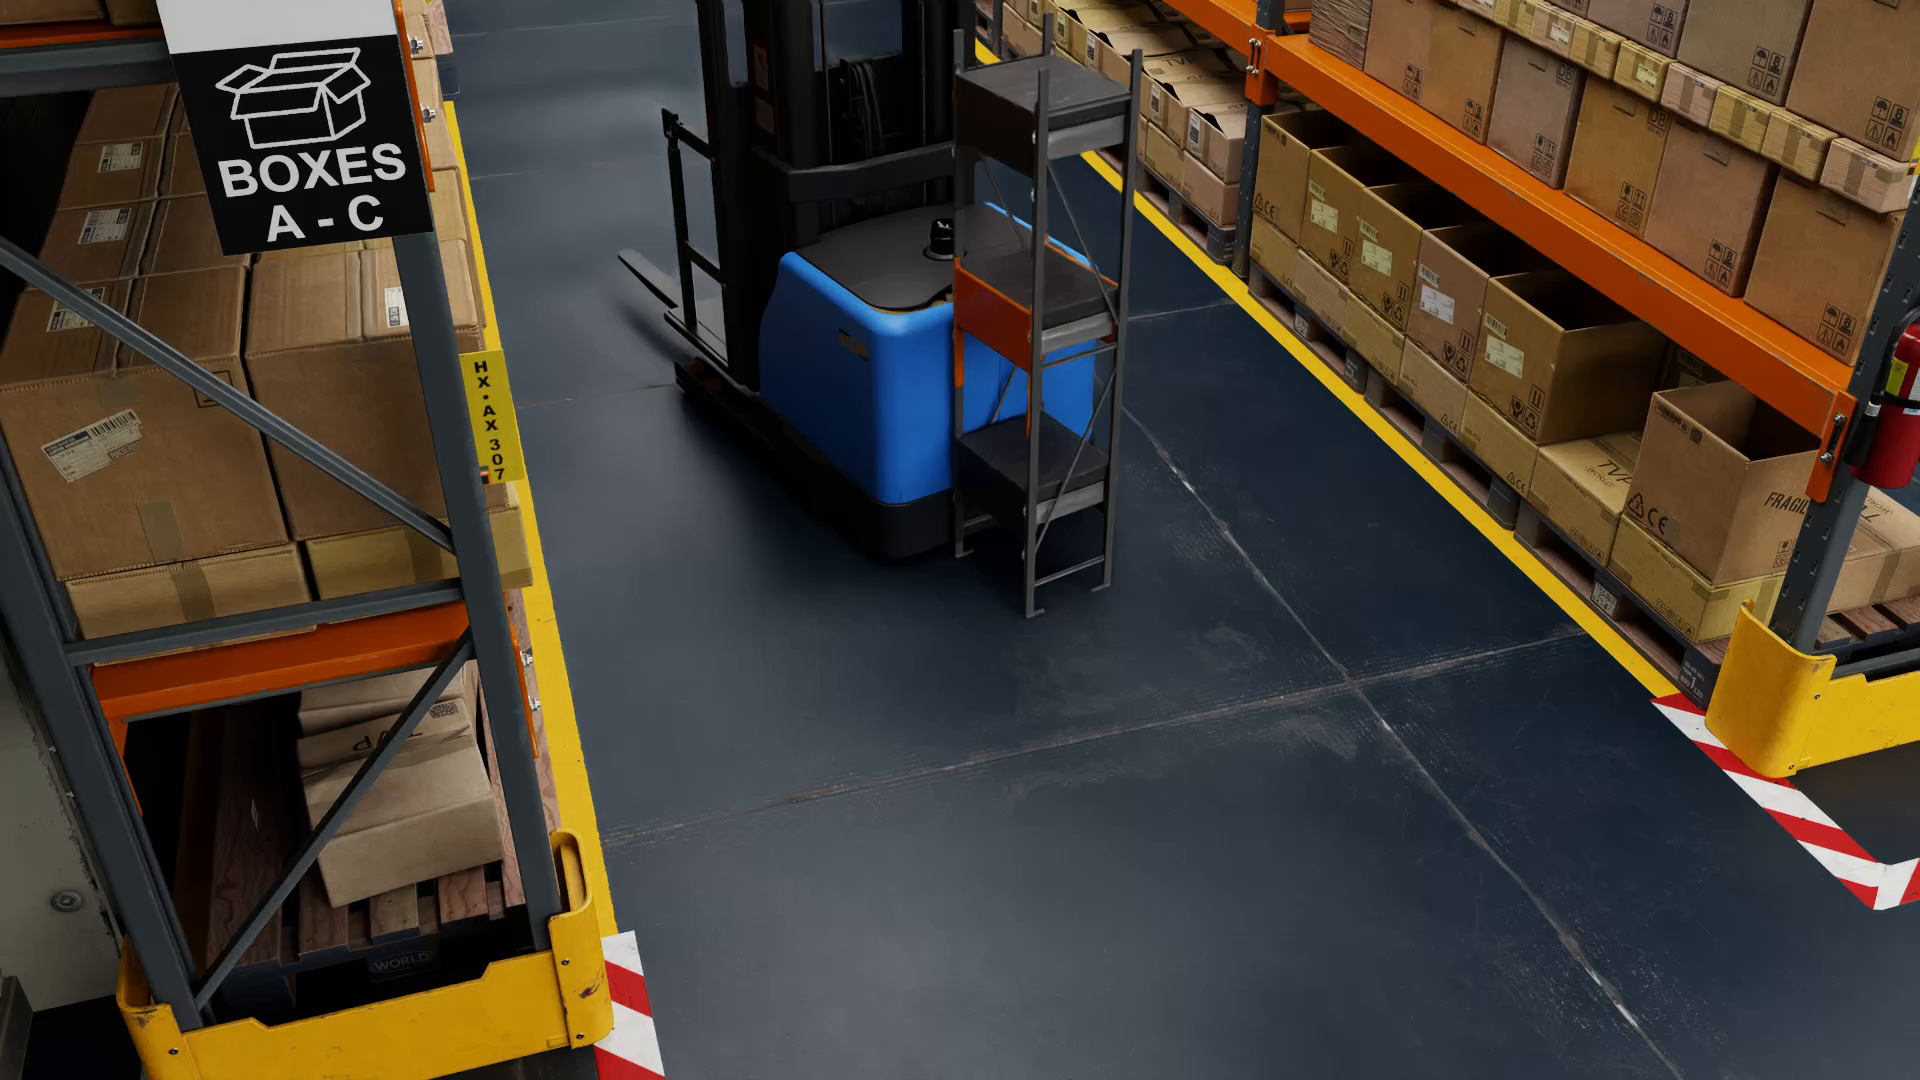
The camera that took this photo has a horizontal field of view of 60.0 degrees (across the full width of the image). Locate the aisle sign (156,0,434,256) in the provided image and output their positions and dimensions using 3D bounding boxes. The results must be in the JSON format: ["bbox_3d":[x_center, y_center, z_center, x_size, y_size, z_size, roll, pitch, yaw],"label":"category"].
[{"bbox_3d":[-1.237,-0.911,3.049,0.394,0.787,0.004,-10,35,-15],"label":"aisle sign"}]

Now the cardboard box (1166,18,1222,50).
[{"bbox_3d":[1.592,-3.076,10.289,0.500,0.311,0.500,-9,35,-13],"label":"cardboard box"}]

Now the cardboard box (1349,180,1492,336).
[{"bbox_3d":[2.100,-1.268,7.382,0.500,0.500,0.500,-10,35,-15],"label":"cardboard box"}]

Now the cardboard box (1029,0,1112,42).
[{"bbox_3d":[0.780,-3.512,10.948,0.500,0.311,0.500,-11,35,-16],"label":"cardboard box"}]

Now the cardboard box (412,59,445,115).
[{"bbox_3d":[-1.866,-1.176,5.246,0.500,0.500,0.500,-9,34,-13],"label":"cardboard box"}]

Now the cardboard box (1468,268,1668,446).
[{"bbox_3d":[2.406,-0.743,6.587,0.500,0.500,0.500,-10,35,-15],"label":"cardboard box"}]

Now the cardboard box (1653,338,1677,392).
[{"bbox_3d":[2.901,-0.831,6.720,0.500,0.500,0.500,-10,35,-15],"label":"cardboard box"}]

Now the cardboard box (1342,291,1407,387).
[{"bbox_3d":[2.099,-0.955,7.588,0.500,0.250,0.500,-10,35,-15],"label":"cardboard box"}]

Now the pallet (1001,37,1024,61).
[{"bbox_3d":[0.945,-3.246,11.472,1.003,0.211,1.213,-10,35,-15],"label":"pallet"}]

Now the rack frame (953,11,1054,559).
[{"bbox_3d":[0.148,-0.863,6.151,0.400,2.100,0.015,-20,38,-27],"label":"rack frame"}]

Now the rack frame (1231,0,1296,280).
[{"bbox_3d":[1.951,-2.749,8.189,1.000,3.000,0.127,-10,35,-15],"label":"rack frame"}]

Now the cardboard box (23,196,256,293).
[{"bbox_3d":[-2.035,-0.550,4.299,0.500,0.500,0.500,-10,35,-14],"label":"cardboard box"}]

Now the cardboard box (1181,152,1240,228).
[{"bbox_3d":[1.549,-1.946,9.087,0.500,0.250,0.500,-10,35,-15],"label":"cardboard box"}]

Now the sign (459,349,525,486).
[{"bbox_3d":[-1.028,-0.266,3.646,0.100,0.325,0.005,-10,35,-15],"label":"sign"}]

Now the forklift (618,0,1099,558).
[{"bbox_3d":[-0.667,-1.928,7.009,1.130,2.935,3.031,-20,38,-27],"label":"forklift"}]

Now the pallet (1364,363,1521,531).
[{"bbox_3d":[2.530,-0.519,7.344,1.003,0.211,1.213,-10,35,-15],"label":"pallet"}]

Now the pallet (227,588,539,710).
[{"bbox_3d":[-2.151,0.238,6.198,1.003,0.211,1.213,-10,35,-15],"label":"pallet"}]

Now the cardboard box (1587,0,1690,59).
[{"bbox_3d":[2.705,-2.046,5.858,0.700,0.500,0.500,-10,35,-15],"label":"cardboard box"}]

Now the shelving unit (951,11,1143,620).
[{"bbox_3d":[0.281,-0.750,5.981,0.431,2.100,0.503,-20,38,-27],"label":"shelving unit"}]

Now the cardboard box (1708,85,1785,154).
[{"bbox_3d":[2.714,-1.401,5.470,0.380,0.149,0.250,-11,35,-15],"label":"cardboard box"}]

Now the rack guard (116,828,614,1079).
[{"bbox_3d":[-1.568,1.190,4.496,1.175,0.500,0.348,-10,35,-15],"label":"rack guard"}]

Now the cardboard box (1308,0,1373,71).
[{"bbox_3d":[2.093,-2.558,7.810,0.700,0.500,0.500,-11,35,-16],"label":"cardboard box"}]

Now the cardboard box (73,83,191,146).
[{"bbox_3d":[-2.351,-1.085,5.109,0.500,0.500,0.500,-10,35,-14],"label":"cardboard box"}]

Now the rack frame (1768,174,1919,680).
[{"bbox_3d":[3.172,-0.648,5.010,1.000,3.000,0.127,-10,35,-15],"label":"rack frame"}]

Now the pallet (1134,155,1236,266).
[{"bbox_3d":[1.690,-1.965,9.533,1.003,0.211,1.213,-10,35,-15],"label":"pallet"}]

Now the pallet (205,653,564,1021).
[{"bbox_3d":[-1.782,0.878,5.230,1.003,0.211,1.213,-10,35,-15],"label":"pallet"}]

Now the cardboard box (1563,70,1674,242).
[{"bbox_3d":[2.731,-1.474,6.169,0.700,0.500,0.500,-10,35,-14],"label":"cardboard box"}]

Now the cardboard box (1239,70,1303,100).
[{"bbox_3d":[1.915,-2.533,9.467,0.500,0.311,0.500,-10,35,-15],"label":"cardboard box"}]

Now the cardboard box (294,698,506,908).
[{"bbox_3d":[-1.670,0.746,4.939,0.500,0.311,0.500,-14,36,-20],"label":"cardboard box"}]

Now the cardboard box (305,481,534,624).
[{"bbox_3d":[-1.391,-0.069,4.251,0.500,0.250,0.500,-11,35,-16],"label":"cardboard box"}]

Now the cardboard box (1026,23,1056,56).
[{"bbox_3d":[0.766,-3.289,11.119,0.500,0.250,0.500,-11,35,-16],"label":"cardboard box"}]

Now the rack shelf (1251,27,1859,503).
[{"bbox_3d":[2.561,-1.398,6.798,1.077,0.370,4.000,-10,35,-15],"label":"rack shelf"}]

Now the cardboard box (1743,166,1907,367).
[{"bbox_3d":[3.041,-0.937,5.357,0.700,0.500,0.500,-10,35,-15],"label":"cardboard box"}]

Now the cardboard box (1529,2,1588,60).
[{"bbox_3d":[2.398,-1.943,6.291,0.380,0.149,0.250,-10,35,-15],"label":"cardboard box"}]

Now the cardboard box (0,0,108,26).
[{"bbox_3d":[-1.913,-1.291,3.154,0.500,0.500,0.500,-8,34,-11],"label":"cardboard box"}]

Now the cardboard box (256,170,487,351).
[{"bbox_3d":[-1.546,-0.634,4.427,0.500,0.500,0.500,-10,35,-15],"label":"cardboard box"}]

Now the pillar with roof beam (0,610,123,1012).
[{"bbox_3d":[1.518,-3.262,3.525,9.100,9.000,0.400,-10,35,-15],"label":"pillar with roof beam"}]

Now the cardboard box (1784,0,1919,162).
[{"bbox_3d":[3.025,-1.506,5.041,0.700,0.500,0.500,-10,35,-15],"label":"cardboard box"}]

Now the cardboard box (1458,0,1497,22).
[{"bbox_3d":[2.246,-2.211,6.697,0.380,0.149,0.250,-11,35,-16],"label":"cardboard box"}]

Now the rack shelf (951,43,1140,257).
[{"bbox_3d":[0.281,-1.323,5.602,0.431,0.518,0.480,-20,38,-27],"label":"rack shelf"}]

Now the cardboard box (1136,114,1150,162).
[{"bbox_3d":[1.240,-2.480,9.895,0.500,0.250,0.500,-9,35,-14],"label":"cardboard box"}]

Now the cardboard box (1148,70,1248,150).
[{"bbox_3d":[1.390,-2.447,9.337,0.500,0.311,0.500,-9,35,-13],"label":"cardboard box"}]

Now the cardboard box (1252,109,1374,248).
[{"bbox_3d":[1.795,-1.793,8.176,0.500,0.500,0.500,-10,35,-15],"label":"cardboard box"}]

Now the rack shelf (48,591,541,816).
[{"bbox_3d":[-2.155,-0.563,5.534,1.077,0.370,4.000,-10,35,-15],"label":"rack shelf"}]

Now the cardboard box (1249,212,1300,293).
[{"bbox_3d":[1.804,-1.482,8.385,0.500,0.250,0.500,-10,35,-15],"label":"cardboard box"}]

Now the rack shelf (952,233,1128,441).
[{"bbox_3d":[0.281,-0.739,5.988,0.431,0.518,0.480,-20,38,-27],"label":"rack shelf"}]

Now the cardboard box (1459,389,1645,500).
[{"bbox_3d":[2.408,-0.431,6.795,0.500,0.250,0.500,-10,35,-15],"label":"cardboard box"}]

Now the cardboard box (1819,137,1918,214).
[{"bbox_3d":[2.874,-1.129,5.059,0.380,0.149,0.250,-11,35,-16],"label":"cardboard box"}]

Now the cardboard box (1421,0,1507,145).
[{"bbox_3d":[2.409,-2.018,6.993,0.700,0.500,0.500,-10,35,-14],"label":"cardboard box"}]

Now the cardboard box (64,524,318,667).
[{"bbox_3d":[-1.872,0.028,4.105,0.500,0.250,0.500,-10,35,-14],"label":"cardboard box"}]

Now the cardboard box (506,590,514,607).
[{"bbox_3d":[-2.020,-0.025,5.936,0.700,0.500,0.500,-12,35,-18],"label":"cardboard box"}]

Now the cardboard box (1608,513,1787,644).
[{"bbox_3d":[2.727,0.092,6.004,0.500,0.250,0.500,-10,35,-15],"label":"cardboard box"}]

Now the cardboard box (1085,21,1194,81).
[{"bbox_3d":[1.090,-2.974,10.134,0.500,0.311,0.500,-10,35,-15],"label":"cardboard box"}]

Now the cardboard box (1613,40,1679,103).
[{"bbox_3d":[2.559,-1.671,5.879,0.380,0.149,0.250,-9,34,-13],"label":"cardboard box"}]

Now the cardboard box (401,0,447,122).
[{"bbox_3d":[-2.169,-1.715,6.062,0.500,0.500,0.500,-10,35,-15],"label":"cardboard box"}]
